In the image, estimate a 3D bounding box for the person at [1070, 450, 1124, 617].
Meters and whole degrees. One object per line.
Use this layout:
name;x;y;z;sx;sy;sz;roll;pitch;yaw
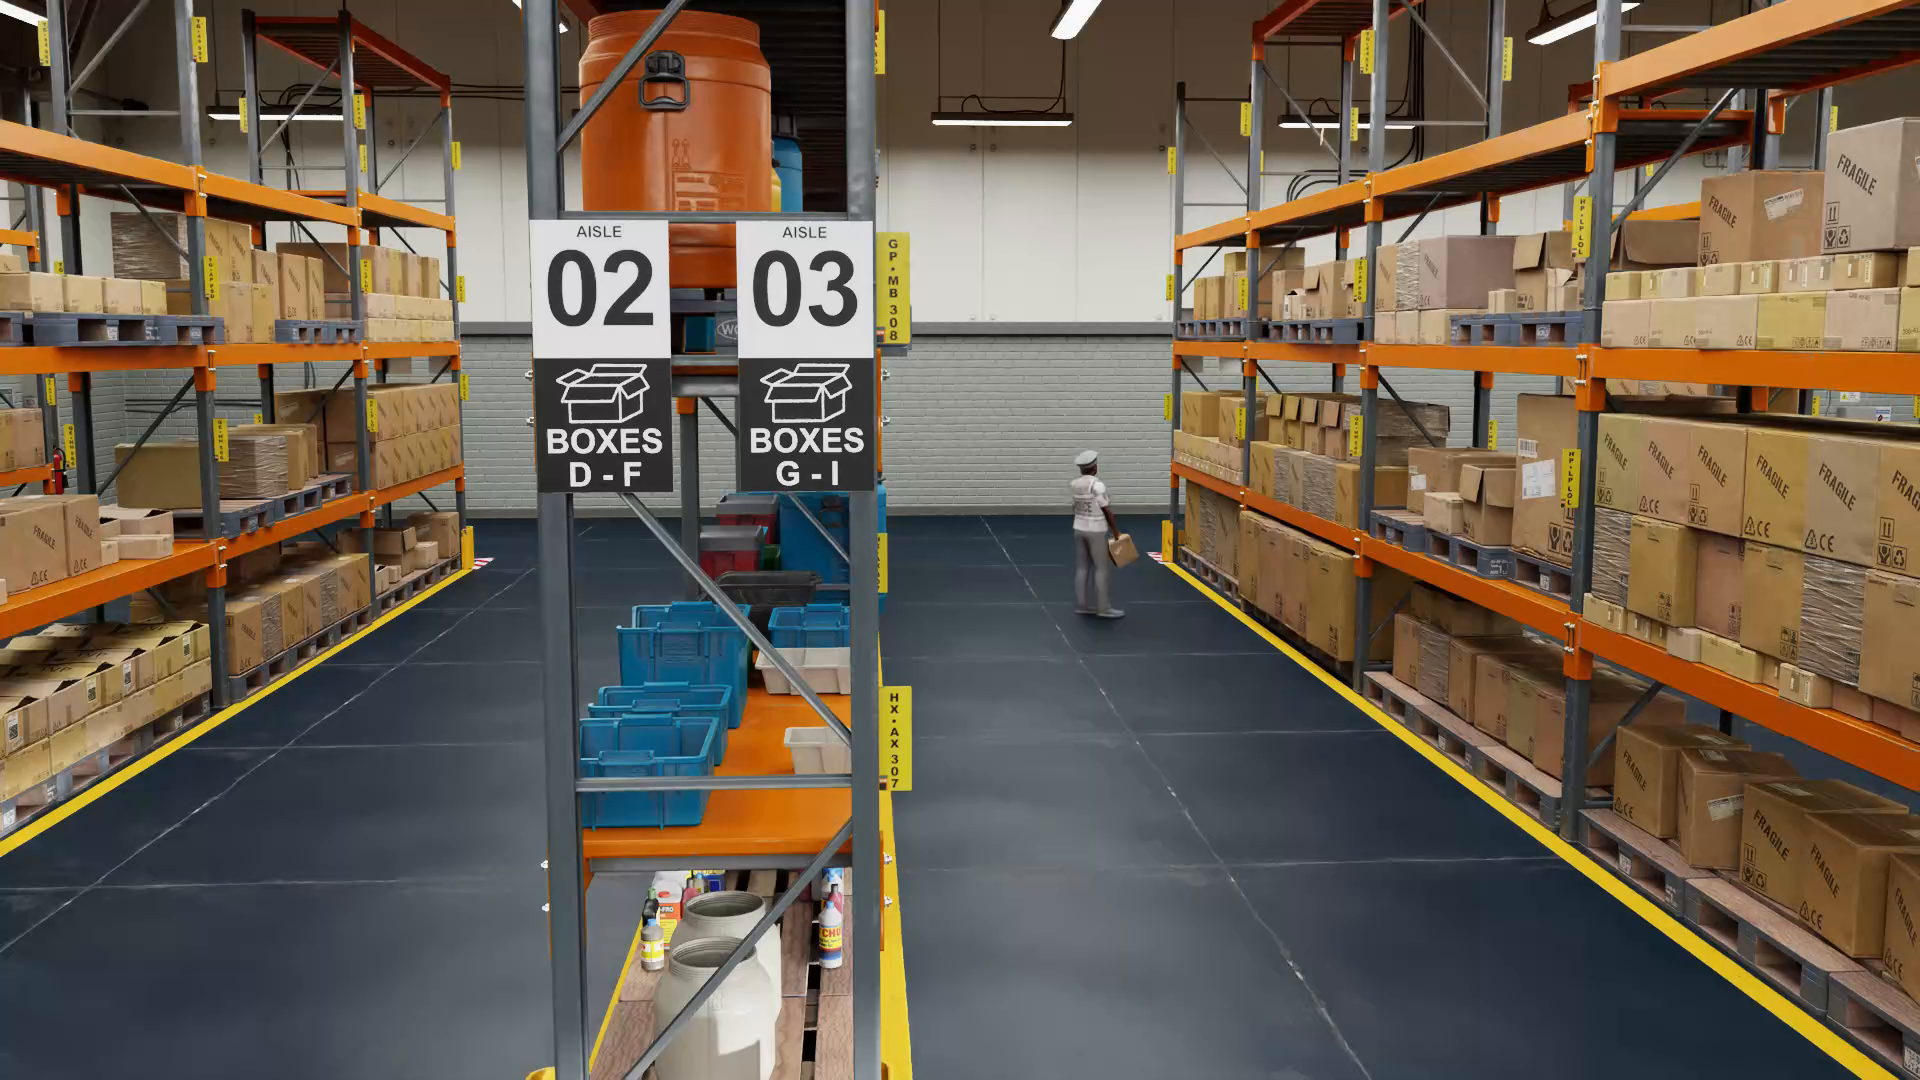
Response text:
person;1.389;-0.069;17.086;0.444;1.700;0.552;-6;9;-40
